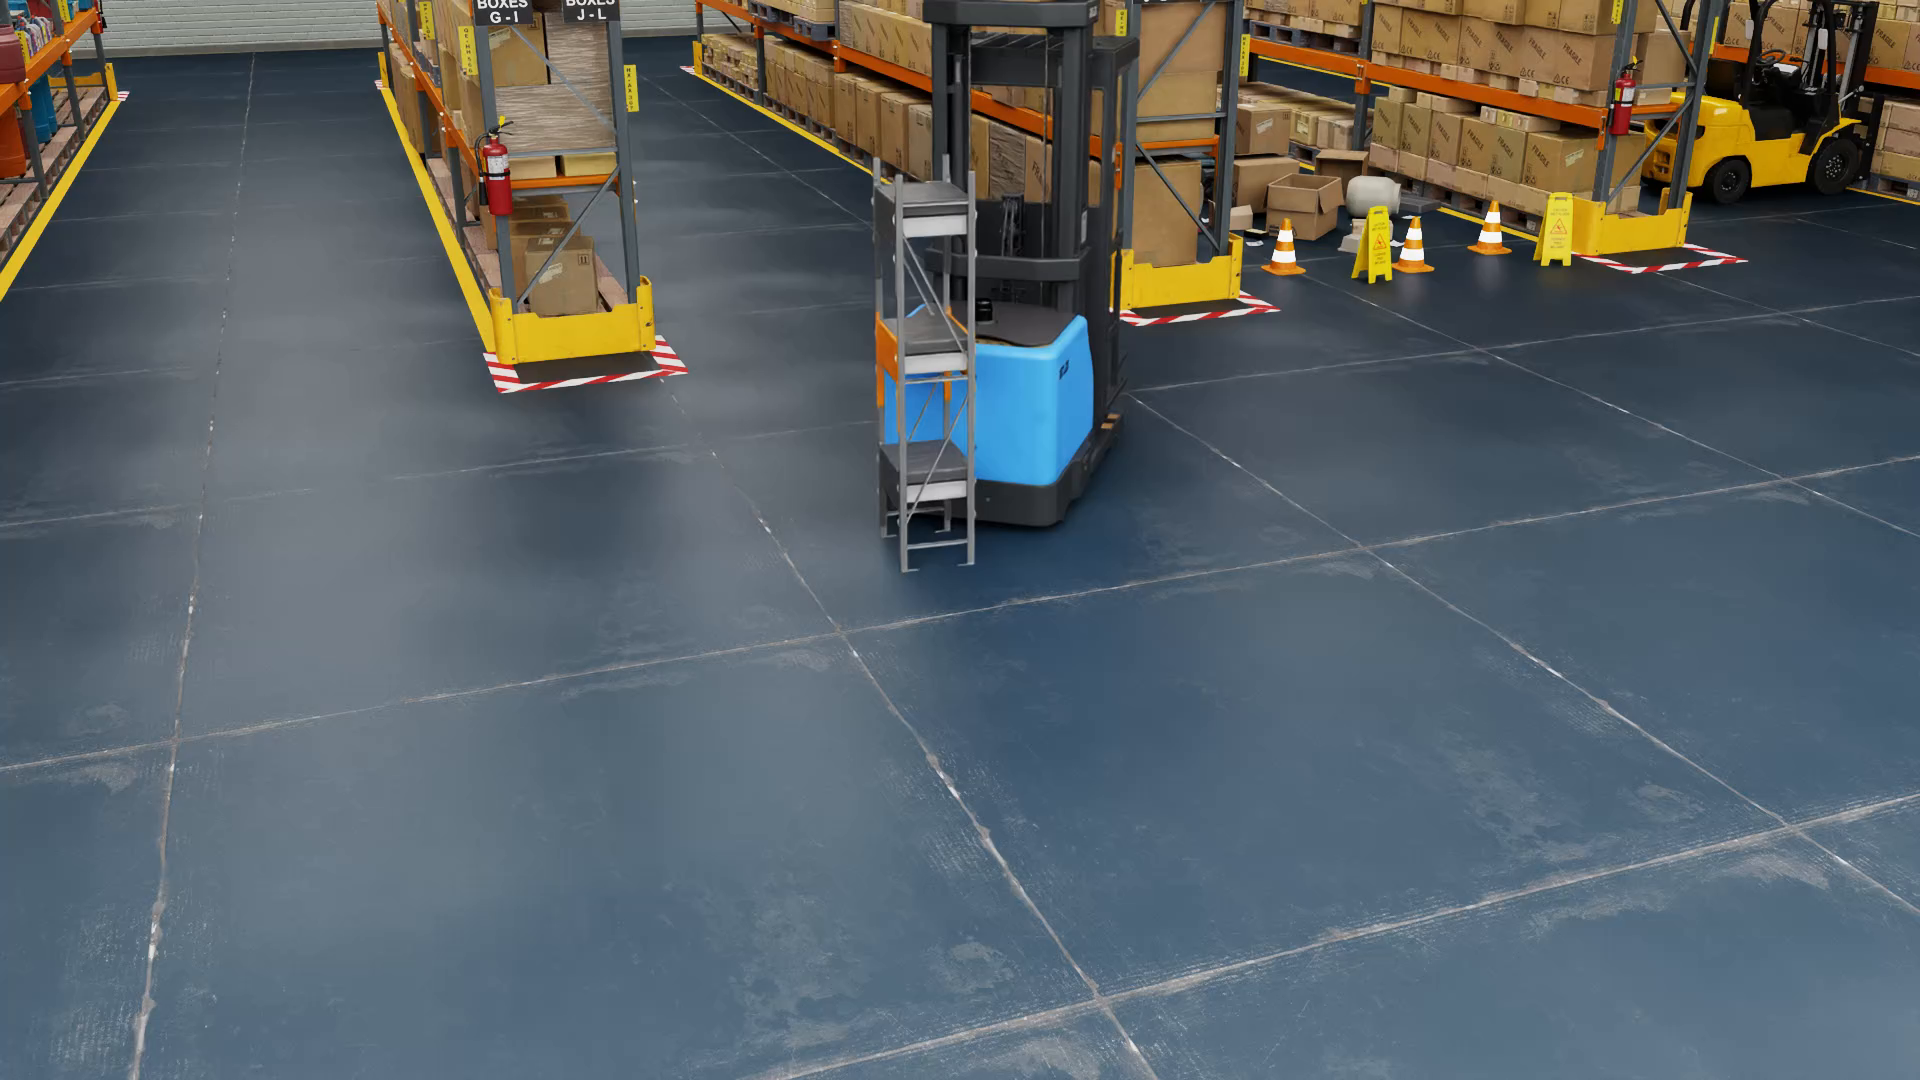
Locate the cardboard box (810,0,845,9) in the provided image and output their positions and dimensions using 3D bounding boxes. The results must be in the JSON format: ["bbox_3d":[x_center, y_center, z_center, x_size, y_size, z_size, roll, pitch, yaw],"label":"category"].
[{"bbox_3d":[-1.642,-6.673,20.621,0.380,0.149,0.250,-8,24,-18],"label":"cardboard box"}]

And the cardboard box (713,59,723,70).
[{"bbox_3d":[-3.731,-7.613,26.580,0.380,0.149,0.250,-8,24,-18],"label":"cardboard box"}]

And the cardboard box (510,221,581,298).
[{"bbox_3d":[-3.340,-2.274,13.461,0.500,0.500,0.500,-2,23,-5],"label":"cardboard box"}]

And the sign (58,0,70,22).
[{"bbox_3d":[-11.249,-6.674,20.866,0.100,0.325,0.005,-8,24,-19],"label":"sign"}]

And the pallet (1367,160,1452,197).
[{"bbox_3d":[5.237,-4.080,18.658,1.003,0.211,1.213,-8,24,-19],"label":"pallet"}]

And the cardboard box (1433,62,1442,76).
[{"bbox_3d":[5.216,-4.966,17.493,0.380,0.149,0.250,-8,24,-19],"label":"cardboard box"}]

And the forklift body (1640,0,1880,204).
[{"bbox_3d":[8.645,-4.881,18.060,2.313,2.155,1.214,-8,24,-19],"label":"forklift body"}]

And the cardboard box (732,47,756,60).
[{"bbox_3d":[-3.247,-7.410,25.333,0.380,0.149,0.250,-10,25,-22],"label":"cardboard box"}]

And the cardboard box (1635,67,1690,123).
[{"bbox_3d":[9.147,-5.857,21.800,0.875,0.625,0.625,-9,24,-20],"label":"cardboard box"}]

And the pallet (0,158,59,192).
[{"bbox_3d":[-10.669,-4.014,18.501,1.003,0.211,1.213,-8,24,-19],"label":"pallet"}]

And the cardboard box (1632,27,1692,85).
[{"bbox_3d":[6.471,-4.544,15.657,0.500,0.500,0.500,-9,24,-20],"label":"cardboard box"}]

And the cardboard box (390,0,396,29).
[{"bbox_3d":[-7.202,-6.996,21.857,0.500,0.500,0.500,-8,24,-19],"label":"cardboard box"}]

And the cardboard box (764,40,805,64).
[{"bbox_3d":[-2.441,-6.877,23.417,0.500,0.250,0.500,-9,25,-21],"label":"cardboard box"}]

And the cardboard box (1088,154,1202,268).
[{"bbox_3d":[1.483,-2.886,14.431,0.875,0.875,0.875,-8,24,-19],"label":"cardboard box"}]

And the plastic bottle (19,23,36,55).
[{"bbox_3d":[-10.745,-5.759,19.116,0.144,0.351,0.185,-8,24,-19],"label":"plastic bottle"}]

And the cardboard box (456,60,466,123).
[{"bbox_3d":[-3.651,-3.714,13.687,0.875,0.500,0.500,-8,24,-19],"label":"cardboard box"}]

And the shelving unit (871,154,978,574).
[{"bbox_3d":[-0.184,-0.904,8.691,0.431,2.100,0.503,-6,24,-14],"label":"shelving unit"}]

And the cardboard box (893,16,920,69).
[{"bbox_3d":[-0.420,-5.454,18.200,0.500,0.500,0.500,-8,24,-18],"label":"cardboard box"}]

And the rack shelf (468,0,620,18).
[{"bbox_3d":[-3.598,-4.568,13.291,1.077,0.370,4.000,-8,24,-19],"label":"rack shelf"}]

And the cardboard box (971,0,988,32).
[{"bbox_3d":[0.469,-5.316,16.417,0.875,0.550,0.550,-8,24,-19],"label":"cardboard box"}]

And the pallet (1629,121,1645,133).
[{"bbox_3d":[9.312,-5.264,21.467,1.003,0.211,1.213,-8,24,-19],"label":"pallet"}]

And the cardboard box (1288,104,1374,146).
[{"bbox_3d":[4.521,-5.038,20.183,0.950,0.372,0.625,-7,24,-16],"label":"cardboard box"}]

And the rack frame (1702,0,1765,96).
[{"bbox_3d":[9.609,-6.286,20.303,1.000,3.000,0.127,-8,24,-19],"label":"rack frame"}]

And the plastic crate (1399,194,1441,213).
[{"bbox_3d":[4.754,-3.576,17.630,0.402,0.080,0.583,-18,29,-37],"label":"plastic crate"}]

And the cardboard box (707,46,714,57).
[{"bbox_3d":[-3.879,-7.932,26.955,0.380,0.149,0.250,-8,24,-19],"label":"cardboard box"}]

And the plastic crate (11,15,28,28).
[{"bbox_3d":[-12.411,-6.742,21.661,0.437,0.125,0.590,-8,24,-19],"label":"plastic crate"}]

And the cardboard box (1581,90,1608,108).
[{"bbox_3d":[6.047,-4.141,15.537,0.380,0.149,0.250,-8,24,-17],"label":"cardboard box"}]

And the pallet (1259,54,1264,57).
[{"bbox_3d":[5.679,-9.044,30.437,1.003,0.211,1.213,-8,24,-19],"label":"pallet"}]

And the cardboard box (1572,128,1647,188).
[{"bbox_3d":[6.344,-3.762,16.348,0.500,0.500,0.500,-9,25,-21],"label":"cardboard box"}]

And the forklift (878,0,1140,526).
[{"bbox_3d":[0.440,-1.970,10.151,1.130,2.935,3.031,6,24,15],"label":"forklift"}]

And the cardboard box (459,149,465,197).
[{"bbox_3d":[-4.652,-3.697,16.811,0.700,0.500,0.500,-8,24,-19],"label":"cardboard box"}]

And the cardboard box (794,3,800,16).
[{"bbox_3d":[-1.908,-6.810,21.329,0.380,0.149,0.250,-9,24,-20],"label":"cardboard box"}]

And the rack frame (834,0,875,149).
[{"bbox_3d":[-1.042,-6.341,20.434,1.000,3.000,0.127,-8,24,-19],"label":"rack frame"}]

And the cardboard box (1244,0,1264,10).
[{"bbox_3d":[3.880,-6.858,20.608,0.500,0.500,0.500,-8,24,-18],"label":"cardboard box"}]

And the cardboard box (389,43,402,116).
[{"bbox_3d":[-6.886,-6.136,22.140,1.225,0.875,0.875,-8,24,-19],"label":"cardboard box"}]

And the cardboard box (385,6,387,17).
[{"bbox_3d":[-7.818,-7.381,23.224,0.380,0.149,0.250,-8,24,-18],"label":"cardboard box"}]

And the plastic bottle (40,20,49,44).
[{"bbox_3d":[-11.194,-6.183,20.217,0.152,0.276,0.135,-8,24,-19],"label":"plastic bottle"}]

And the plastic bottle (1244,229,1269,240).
[{"bbox_3d":[2.878,-3.002,16.295,0.133,0.061,0.283,-18,29,-37],"label":"plastic bottle"}]

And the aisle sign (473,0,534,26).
[{"bbox_3d":[-3.150,-3.925,11.353,0.394,0.787,0.004,-8,24,-19],"label":"aisle sign"}]

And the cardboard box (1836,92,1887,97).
[{"bbox_3d":[10.022,-4.897,18.718,0.500,0.250,0.500,-9,24,-20],"label":"cardboard box"}]

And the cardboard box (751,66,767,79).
[{"bbox_3d":[-2.864,-6.883,24.464,0.380,0.149,0.250,-8,24,-18],"label":"cardboard box"}]

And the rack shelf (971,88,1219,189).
[{"bbox_3d":[1.078,-3.830,15.401,1.077,0.370,4.000,-8,24,-19],"label":"rack shelf"}]

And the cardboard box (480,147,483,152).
[{"bbox_3d":[-3.642,-3.202,13.309,0.380,0.149,0.250,-8,24,-19],"label":"cardboard box"}]

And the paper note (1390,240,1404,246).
[{"bbox_3d":[4.183,-2.853,15.979,0.148,0.019,0.142,-18,29,-37],"label":"paper note"}]

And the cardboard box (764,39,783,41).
[{"bbox_3d":[-3.019,-7.876,26.438,0.380,0.149,0.250,-7,24,-17],"label":"cardboard box"}]

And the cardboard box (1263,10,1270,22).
[{"bbox_3d":[3.988,-6.502,20.596,0.380,0.149,0.250,-7,24,-17],"label":"cardboard box"}]

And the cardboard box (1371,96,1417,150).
[{"bbox_3d":[4.922,-4.625,18.394,0.500,0.500,0.500,-7,24,-16],"label":"cardboard box"}]

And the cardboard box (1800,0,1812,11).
[{"bbox_3d":[9.795,-6.099,18.895,0.380,0.149,0.250,-9,24,-20],"label":"cardboard box"}]

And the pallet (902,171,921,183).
[{"bbox_3d":[0.028,-3.873,18.168,1.003,0.211,1.213,-8,24,-19],"label":"pallet"}]

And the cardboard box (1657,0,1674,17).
[{"bbox_3d":[9.007,-6.777,21.016,0.500,0.250,0.500,-9,24,-20],"label":"cardboard box"}]

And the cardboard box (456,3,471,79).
[{"bbox_3d":[-3.499,-3.782,12.561,0.500,0.500,0.500,-8,24,-19],"label":"cardboard box"}]

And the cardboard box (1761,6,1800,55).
[{"bbox_3d":[9.721,-5.948,19.372,0.500,0.500,0.500,-8,24,-18],"label":"cardboard box"}]
